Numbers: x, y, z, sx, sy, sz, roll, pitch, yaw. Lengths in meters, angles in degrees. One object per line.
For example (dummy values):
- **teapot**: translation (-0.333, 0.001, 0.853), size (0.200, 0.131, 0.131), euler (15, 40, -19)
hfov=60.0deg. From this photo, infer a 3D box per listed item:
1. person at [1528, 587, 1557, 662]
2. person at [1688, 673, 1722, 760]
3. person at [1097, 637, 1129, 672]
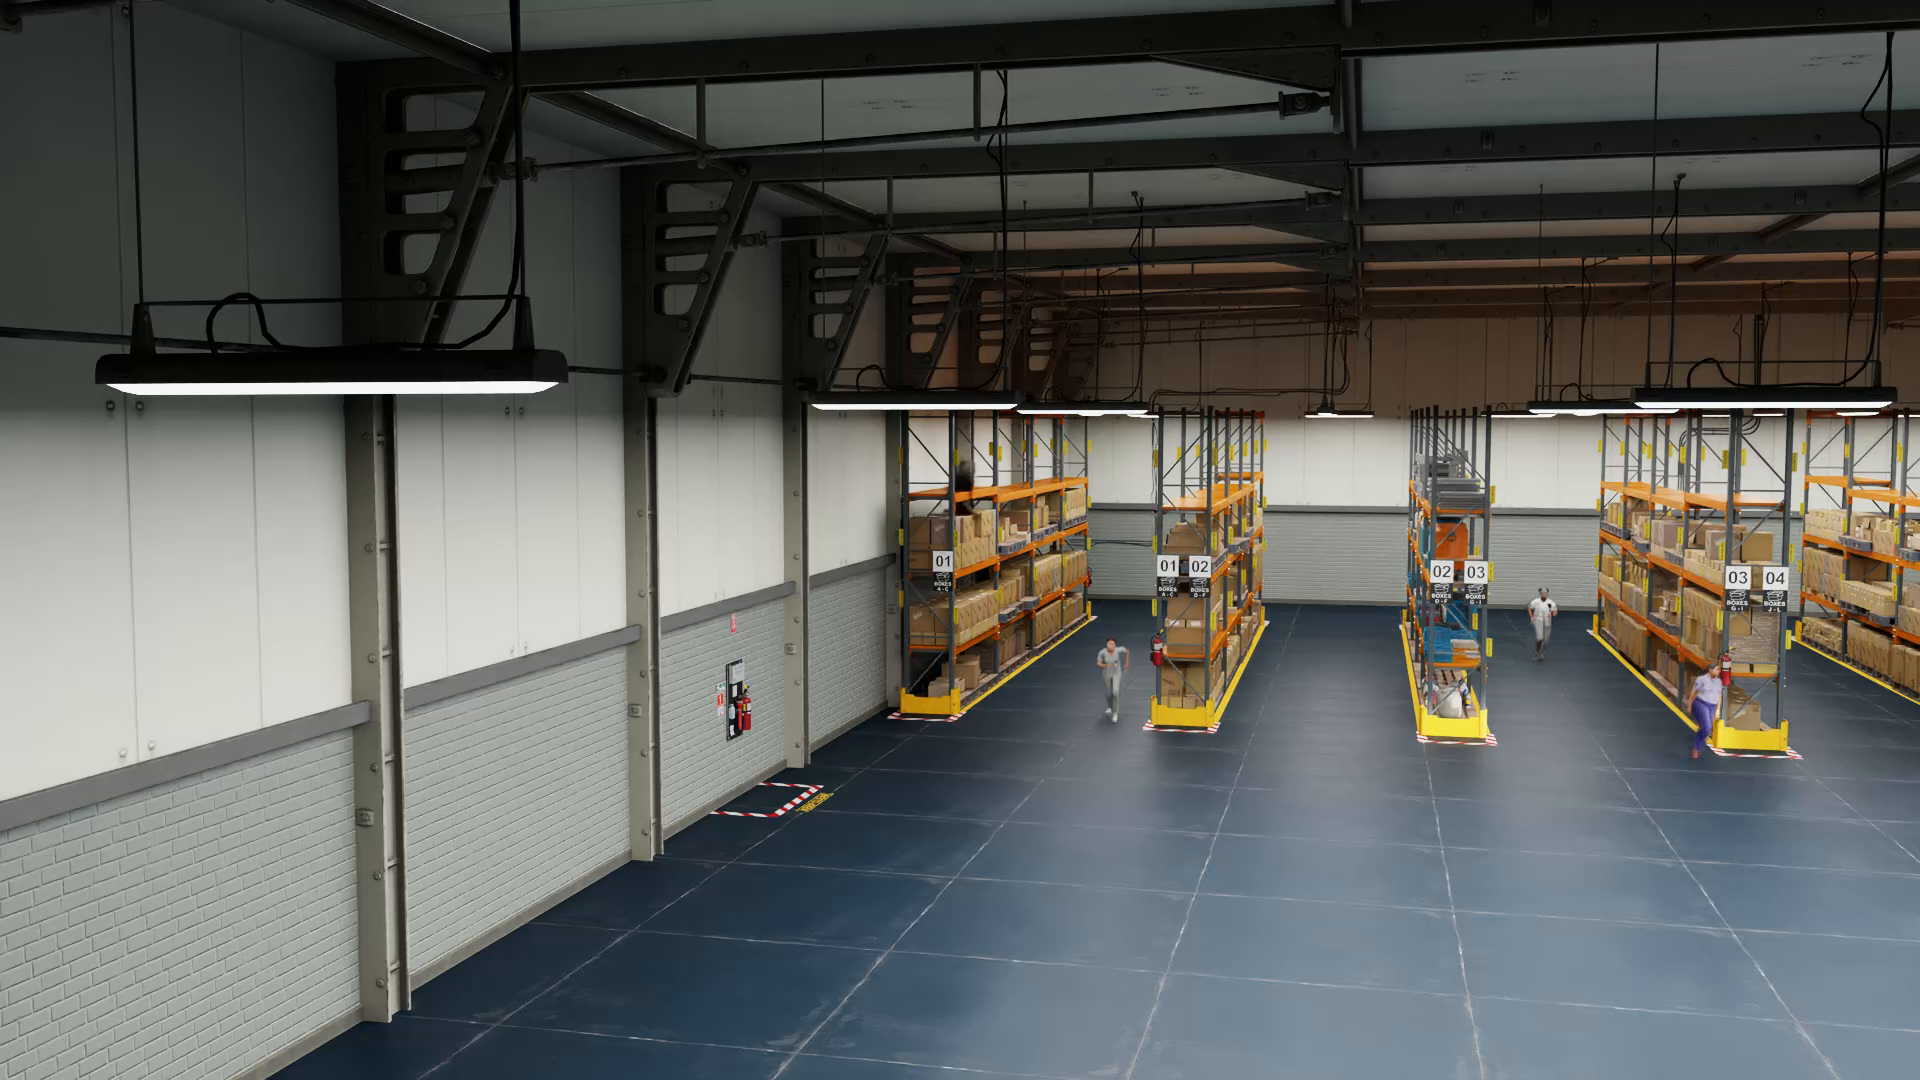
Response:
- **person**: translation (13.857, 2.010, 39.500), size (0.626, 1.784, 0.689), euler (1, 4, 8)
- **person**: translation (12.614, 2.983, 28.277), size (0.640, 1.434, 0.466), euler (-2, 4, -23)
- **person**: translation (2.911, 2.187, 31.693), size (0.609, 0.704, 0.511), euler (0, 4, 7)
